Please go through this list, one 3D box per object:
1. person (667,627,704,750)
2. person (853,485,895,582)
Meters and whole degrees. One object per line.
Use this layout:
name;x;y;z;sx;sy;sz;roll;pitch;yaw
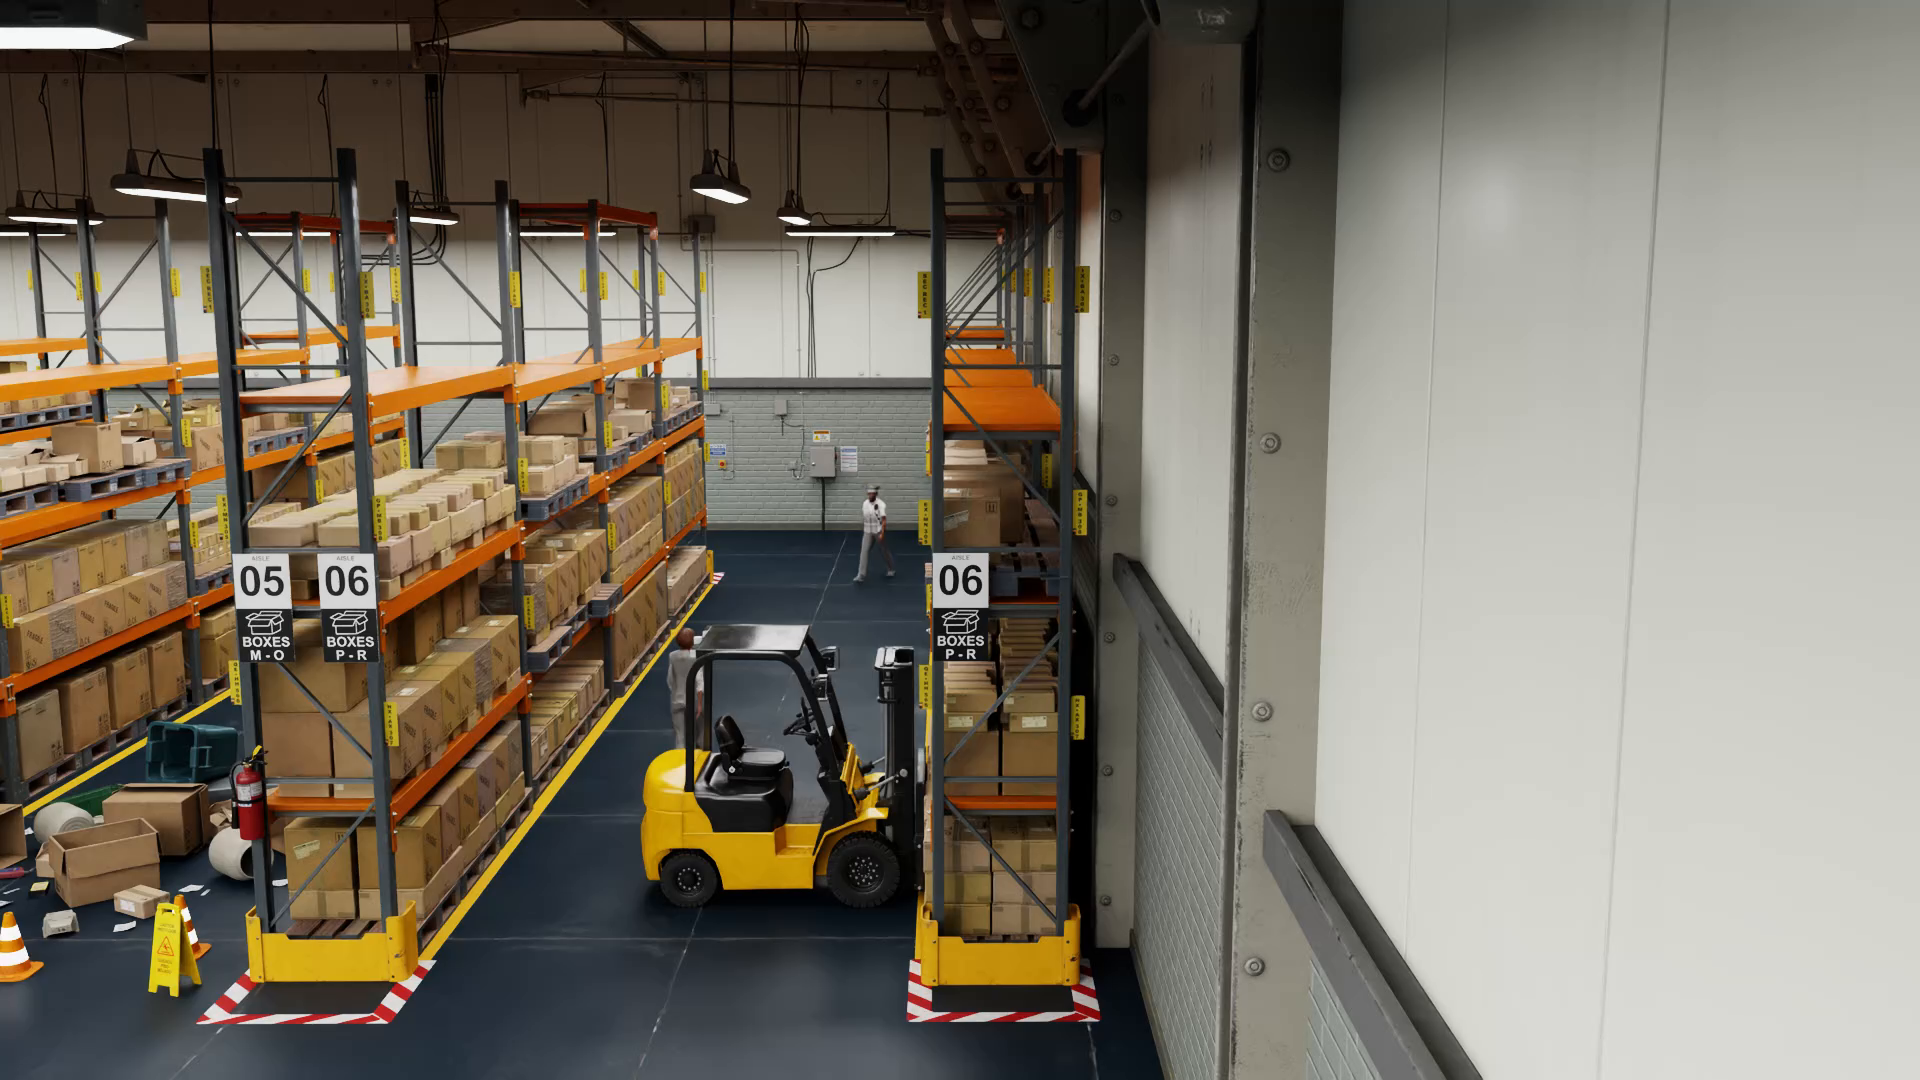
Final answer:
person;-2.803;1.632;17.004;0.428;1.473;0.742;0;9;1
person;-1.454;-0.130;28.044;0.529;1.625;1.019;5;10;28
